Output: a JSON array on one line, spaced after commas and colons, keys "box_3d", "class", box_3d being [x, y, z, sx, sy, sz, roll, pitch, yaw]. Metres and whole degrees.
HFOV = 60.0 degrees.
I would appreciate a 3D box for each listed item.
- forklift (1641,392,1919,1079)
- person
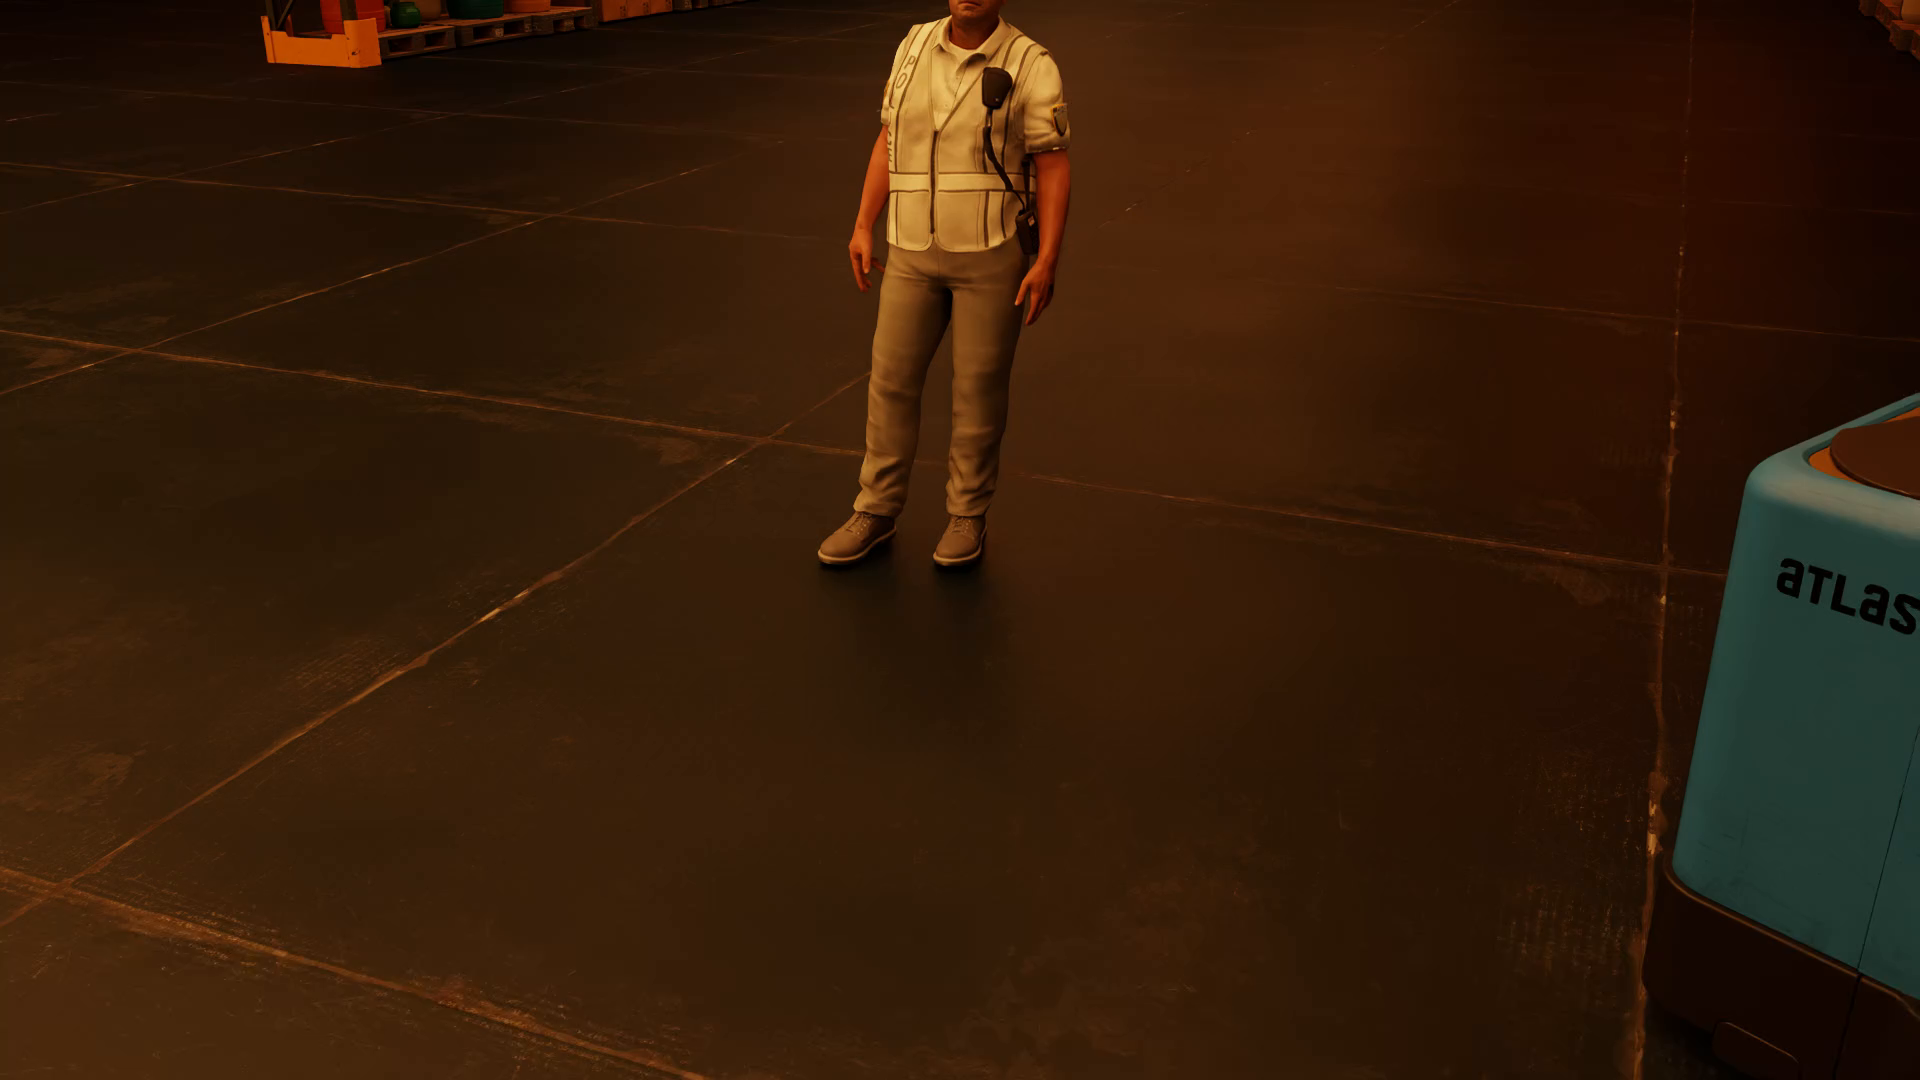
[{"box_3d": [2.544, -0.160, 1.674, 1.130, 2.935, 3.031, -17, 28, -35], "class": "forklift"}, {"box_3d": [-0.041, -0.803, 4.685, 0.640, 1.781, 0.575, 9, 24, 21], "class": "person"}]
